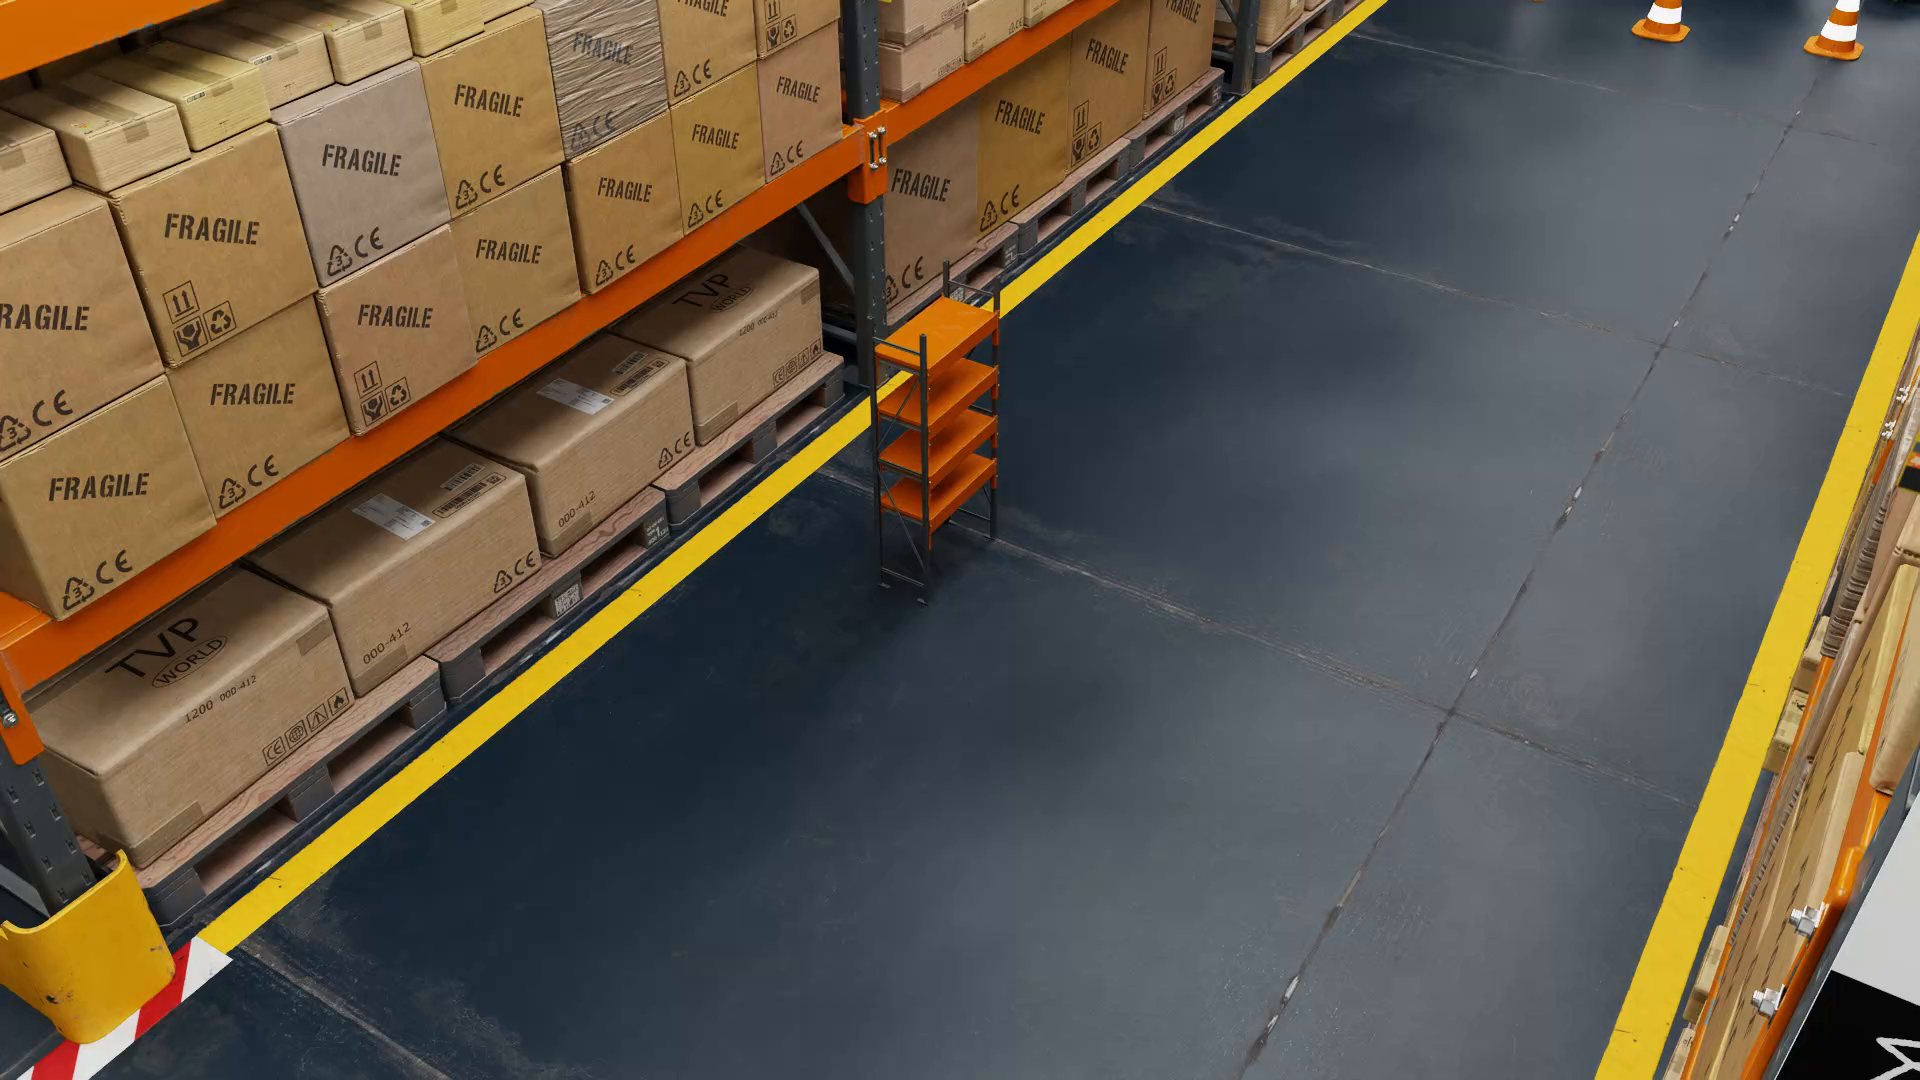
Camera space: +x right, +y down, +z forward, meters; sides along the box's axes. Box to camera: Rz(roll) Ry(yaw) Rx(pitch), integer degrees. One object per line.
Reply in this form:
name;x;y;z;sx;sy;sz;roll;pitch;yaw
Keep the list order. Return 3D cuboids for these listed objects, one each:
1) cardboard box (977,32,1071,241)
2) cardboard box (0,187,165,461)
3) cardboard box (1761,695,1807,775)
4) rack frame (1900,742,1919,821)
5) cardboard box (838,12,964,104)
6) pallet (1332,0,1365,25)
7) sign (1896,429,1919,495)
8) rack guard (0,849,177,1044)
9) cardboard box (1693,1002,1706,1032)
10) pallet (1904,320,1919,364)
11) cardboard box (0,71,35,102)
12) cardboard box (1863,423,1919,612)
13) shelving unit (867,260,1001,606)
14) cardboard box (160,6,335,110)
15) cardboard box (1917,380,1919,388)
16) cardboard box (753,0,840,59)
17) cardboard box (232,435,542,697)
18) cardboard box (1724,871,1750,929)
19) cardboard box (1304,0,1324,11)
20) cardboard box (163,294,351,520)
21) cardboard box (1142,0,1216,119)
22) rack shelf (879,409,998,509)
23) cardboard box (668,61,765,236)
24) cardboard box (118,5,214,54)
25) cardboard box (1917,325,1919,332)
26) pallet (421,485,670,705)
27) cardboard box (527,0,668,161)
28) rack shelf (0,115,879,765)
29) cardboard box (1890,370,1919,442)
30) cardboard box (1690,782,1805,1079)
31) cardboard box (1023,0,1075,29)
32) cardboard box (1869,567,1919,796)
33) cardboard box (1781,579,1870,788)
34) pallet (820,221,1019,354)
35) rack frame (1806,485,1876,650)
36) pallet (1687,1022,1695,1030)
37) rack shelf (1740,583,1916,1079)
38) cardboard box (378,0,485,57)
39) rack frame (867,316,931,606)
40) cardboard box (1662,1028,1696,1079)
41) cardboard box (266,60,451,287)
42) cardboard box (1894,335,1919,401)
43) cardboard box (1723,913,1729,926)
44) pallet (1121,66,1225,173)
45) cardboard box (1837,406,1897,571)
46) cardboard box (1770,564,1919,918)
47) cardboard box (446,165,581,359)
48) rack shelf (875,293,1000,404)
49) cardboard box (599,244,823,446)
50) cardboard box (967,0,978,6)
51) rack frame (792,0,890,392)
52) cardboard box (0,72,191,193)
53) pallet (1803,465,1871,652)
cardboard box;-0.040;-2.196;8.538;0.875;0.875;0.875;22;43;26
cardboard box;-2.427;-0.585;4.151;0.500;0.500;0.500;20;42;24
cardboard box;2.843;0.692;5.386;0.380;0.149;0.250;22;43;26
rack frame;1.309;-0.804;0.422;1.000;3.000;0.127;21;42;25
cardboard box;-0.323;-2.138;7.190;0.500;0.250;0.500;20;42;24
pallet;2.435;-4.044;11.823;1.003;0.211;1.213;21;42;25
sign;0.851;-0.159;1.317;0.100;0.325;0.005;21;42;25
rack guard;-2.938;1.007;5.034;1.175;0.500;0.348;21;42;25
cardboard box;2.047;1.386;4.243;0.380;0.149;0.250;23;43;27
pallet;5.175;-1.046;7.933;1.003;0.211;1.213;21;42;25
cardboard box;-2.719;-1.238;4.466;0.380;0.149;0.250;21;42;25
cardboard box;2.167;-0.105;3.285;0.500;0.500;0.500;20;42;24
shelving unit;-0.089;-0.390;6.273;0.258;1.200;0.503;21;42;25
cardboard box;-1.963;-1.329;4.585;0.380;0.149;0.250;22;43;26
cardboard box;2.974;-0.475;4.583;0.500;0.500;0.500;20;42;24
cardboard box;-0.802;-2.159;6.193;0.500;0.500;0.500;21;42;25
cardboard box;-2.173;0.006;6.040;0.875;0.438;0.875;22;43;26
cardboard box;2.324;1.116;4.593;0.380;0.149;0.250;21;42;25
cardboard box;2.061;-3.916;11.181;0.950;0.372;0.625;20;42;24
cardboard box;-2.178;-0.458;4.806;0.500;0.500;0.500;21;42;25
cardboard box;0.921;-3.115;9.731;0.875;0.875;0.875;21;42;25
rack shelf;-0.089;-0.337;6.314;0.258;0.148;0.480;21;42;25
cardboard box;-1.086;-1.507;6.166;0.500;0.500;0.500;20;42;24
cardboard box;-2.349;-1.466;4.762;0.380;0.149;0.250;21;42;25
cardboard box;4.734;-1.187;7.536;0.500;0.500;0.500;22;43;26
pallet;-1.908;0.045;6.519;1.003;0.211;1.213;21;42;25
cardboard box;-1.345;-1.635;5.513;0.500;0.500;0.500;22;43;26
rack shelf;-1.854;-0.741;5.844;1.077;0.370;4.000;21;42;25
cardboard box;3.024;-0.352;4.955;0.380;0.149;0.250;23;43;27
cardboard box;1.612;0.835;2.885;0.500;0.500;0.500;20;42;24
cardboard box;0.241;-2.665;7.873;0.500;0.250;0.500;21;42;25
cardboard box;1.329;0.122;1.801;0.500;0.250;0.500;20;42;24
cardboard box;2.152;0.317;3.557;0.500;0.500;0.500;23;43;27
pallet;-0.432;-1.375;8.361;1.003;0.211;1.213;21;42;25
rack frame;3.452;-0.490;4.929;1.000;3.000;0.127;21;42;25
pallet;2.469;1.603;4.497;1.003;0.211;1.213;21;42;25
rack shelf;2.380;-0.362;2.895;1.077;0.370;4.000;21;42;25
cardboard box;-1.635;-1.566;4.892;0.380;0.149;0.250;20;42;24
rack frame;-0.219;-0.264;6.110;0.240;1.200;0.015;21;42;25
cardboard box;1.882;1.388;3.997;0.380;0.149;0.250;23;43;27
cardboard box;-1.887;-1.122;4.847;0.500;0.500;0.500;21;42;25
cardboard box;4.189;-0.658;6.850;0.500;0.500;0.500;20;42;24
cardboard box;2.324;1.237;4.679;0.380;0.149;0.250;20;42;24
pallet;0.875;-2.633;9.993;1.003;0.211;1.213;21;42;25
cardboard box;3.636;-0.131;6.166;0.500;0.500;0.500;20;42;24
cardboard box;1.615;0.440;2.578;0.500;0.500;0.500;20;42;24
cardboard box;-1.636;-0.978;5.480;0.500;0.500;0.500;23;43;27
rack shelf;-0.089;-0.701;6.033;0.258;0.148;0.480;21;42;25
cardboard box;-1.209;-0.920;7.242;0.875;0.438;0.875;21;42;24
cardboard box;-0.053;-2.608;7.390;0.500;0.250;0.500;22;43;26
rack frame;-0.782;-2.057;6.962;1.000;3.000;0.127;21;42;25
cardboard box;-2.185;-1.035;4.204;0.380;0.149;0.250;23;43;26
pallet;3.868;0.212;6.302;1.003;0.211;1.213;21;42;25
